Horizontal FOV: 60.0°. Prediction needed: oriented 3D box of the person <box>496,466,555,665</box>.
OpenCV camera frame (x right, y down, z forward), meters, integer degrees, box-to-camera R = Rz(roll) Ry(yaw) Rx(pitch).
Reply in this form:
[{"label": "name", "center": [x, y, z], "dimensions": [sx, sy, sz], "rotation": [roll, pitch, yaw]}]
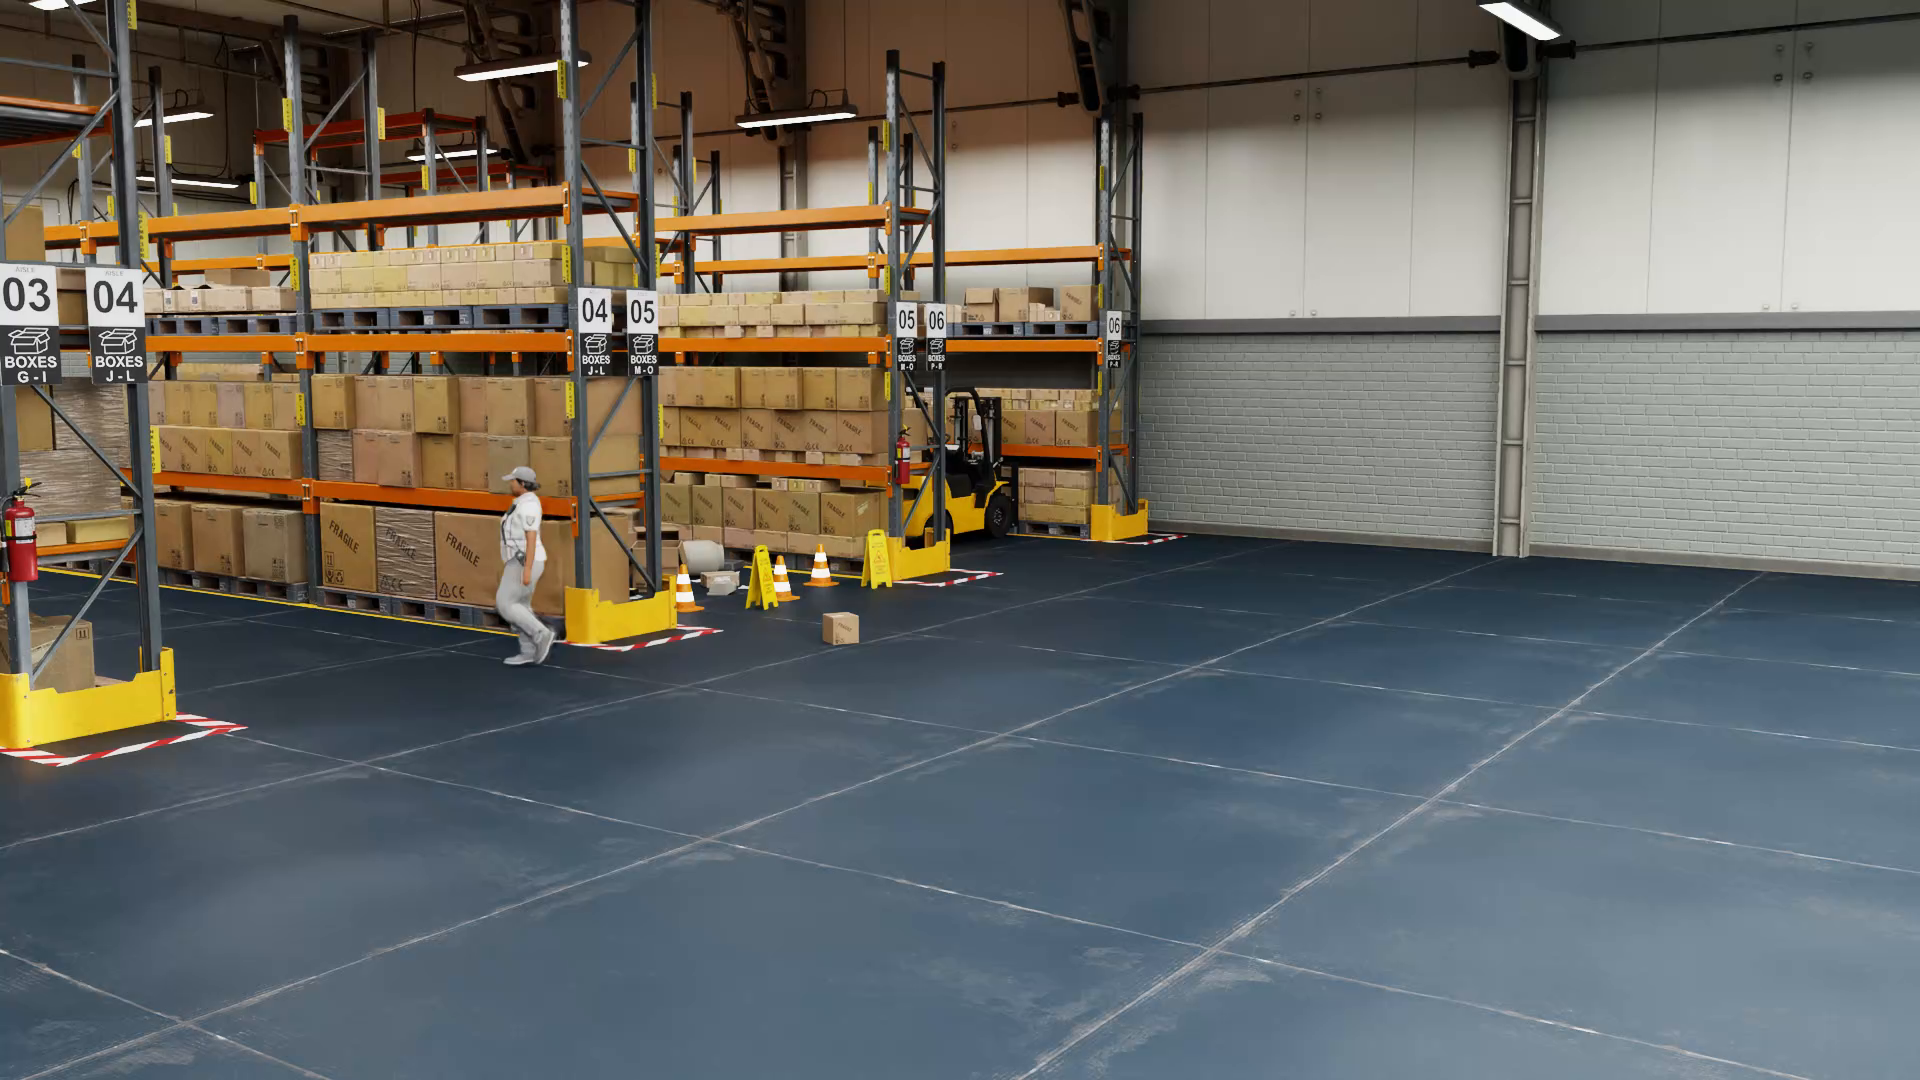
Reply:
[{"label": "person", "center": [-3.658, 0.212, 13.893], "dimensions": [0.472, 1.657, 0.515], "rotation": [-2, 7, -20]}]
